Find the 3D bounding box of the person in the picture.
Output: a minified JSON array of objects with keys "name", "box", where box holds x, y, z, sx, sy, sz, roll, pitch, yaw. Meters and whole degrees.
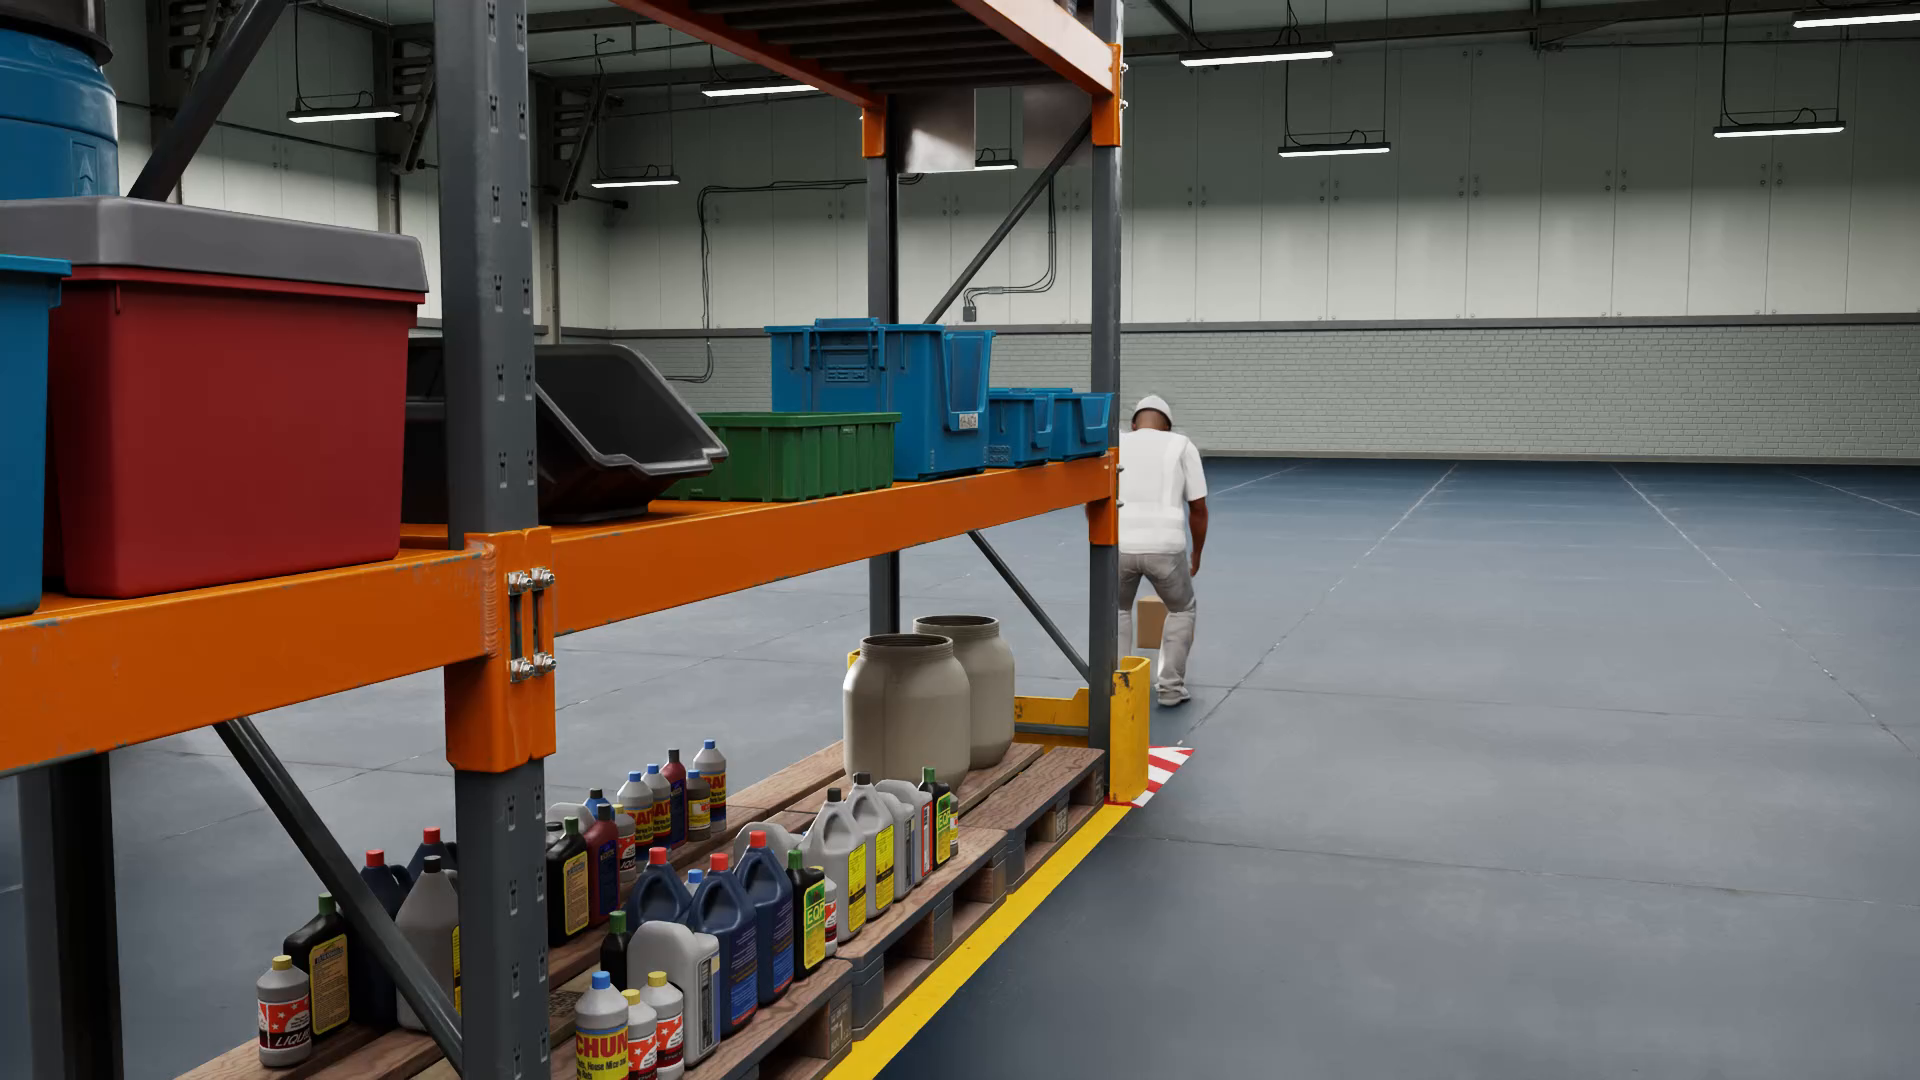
[{"name":"person","box":[0.912,0.041,8.309,0.627,1.517,0.687,2,5,19]}]
